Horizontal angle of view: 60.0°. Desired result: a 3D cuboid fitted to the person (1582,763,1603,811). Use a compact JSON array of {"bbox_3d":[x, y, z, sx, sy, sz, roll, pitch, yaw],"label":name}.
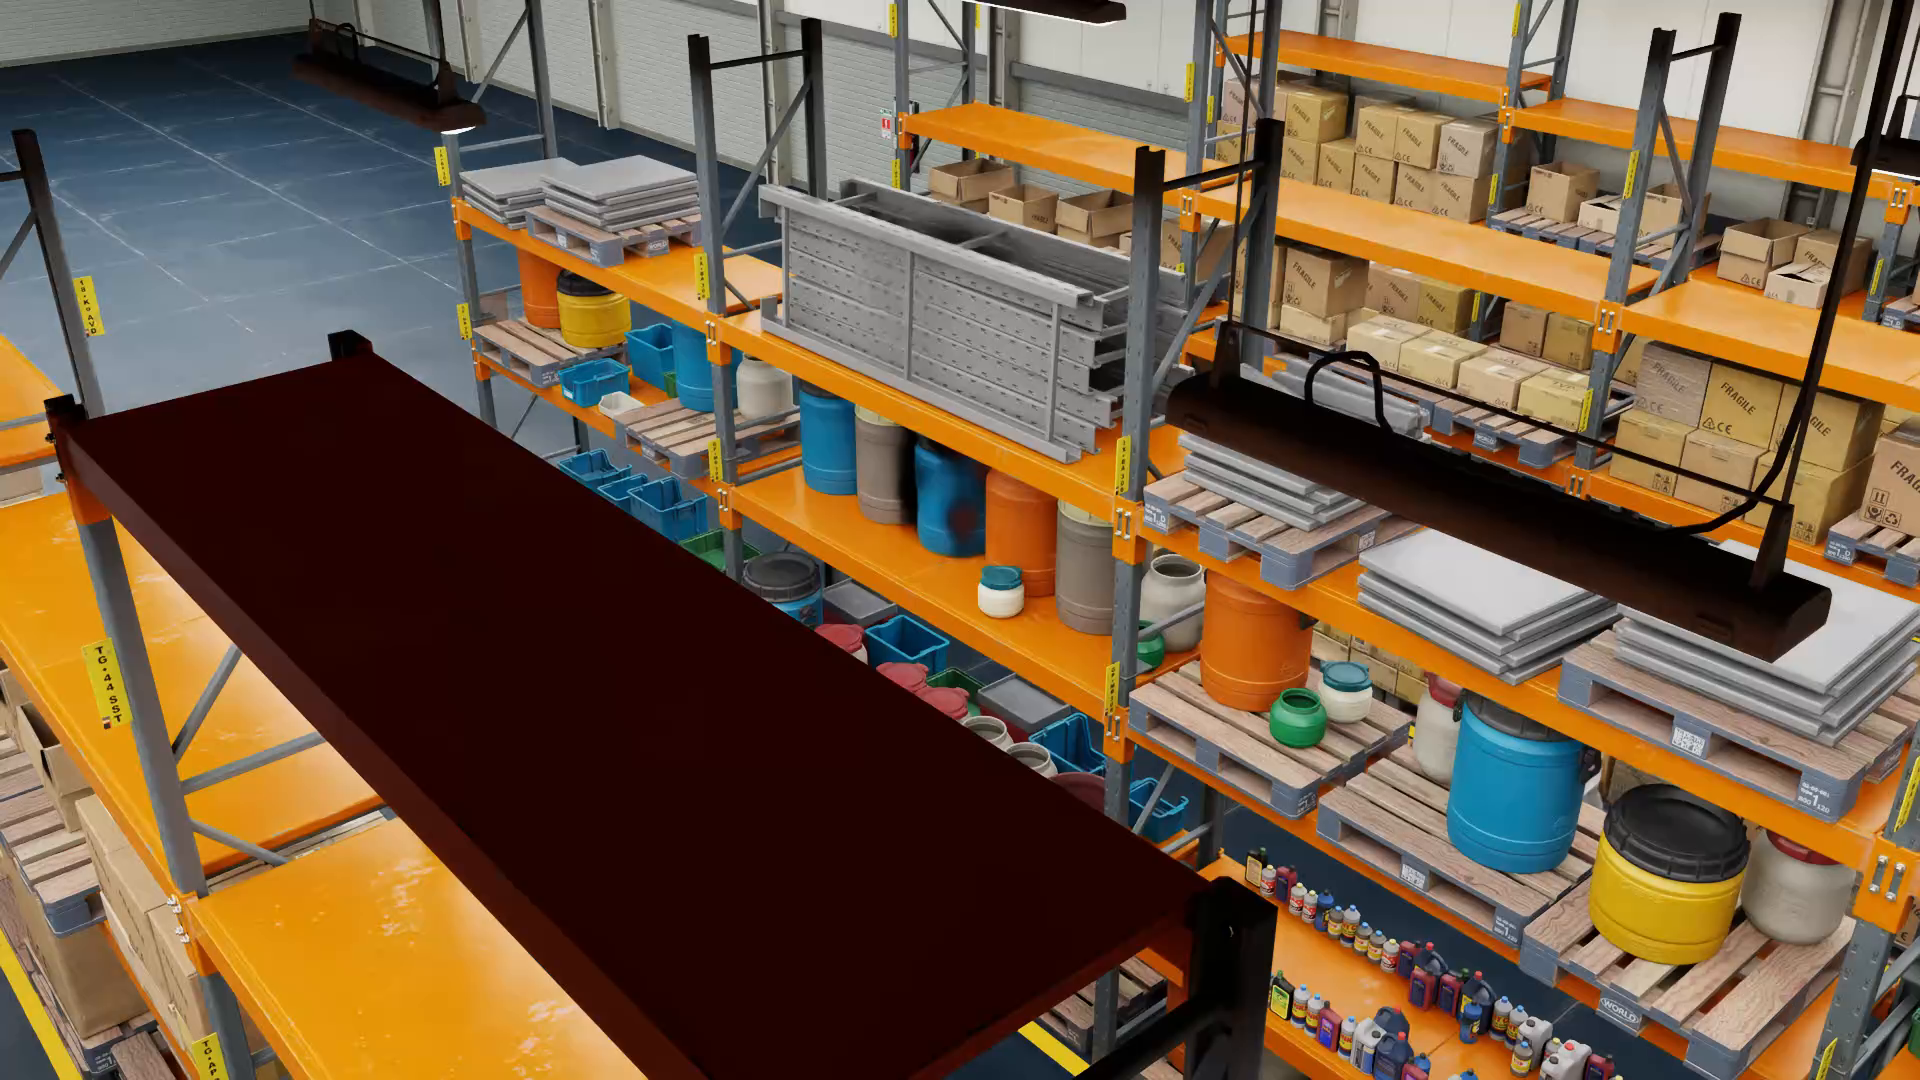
[{"bbox_3d":[4.299,1.738,11.706,0.662,1.851,0.902,-23,35,-37],"label":"person"}]
